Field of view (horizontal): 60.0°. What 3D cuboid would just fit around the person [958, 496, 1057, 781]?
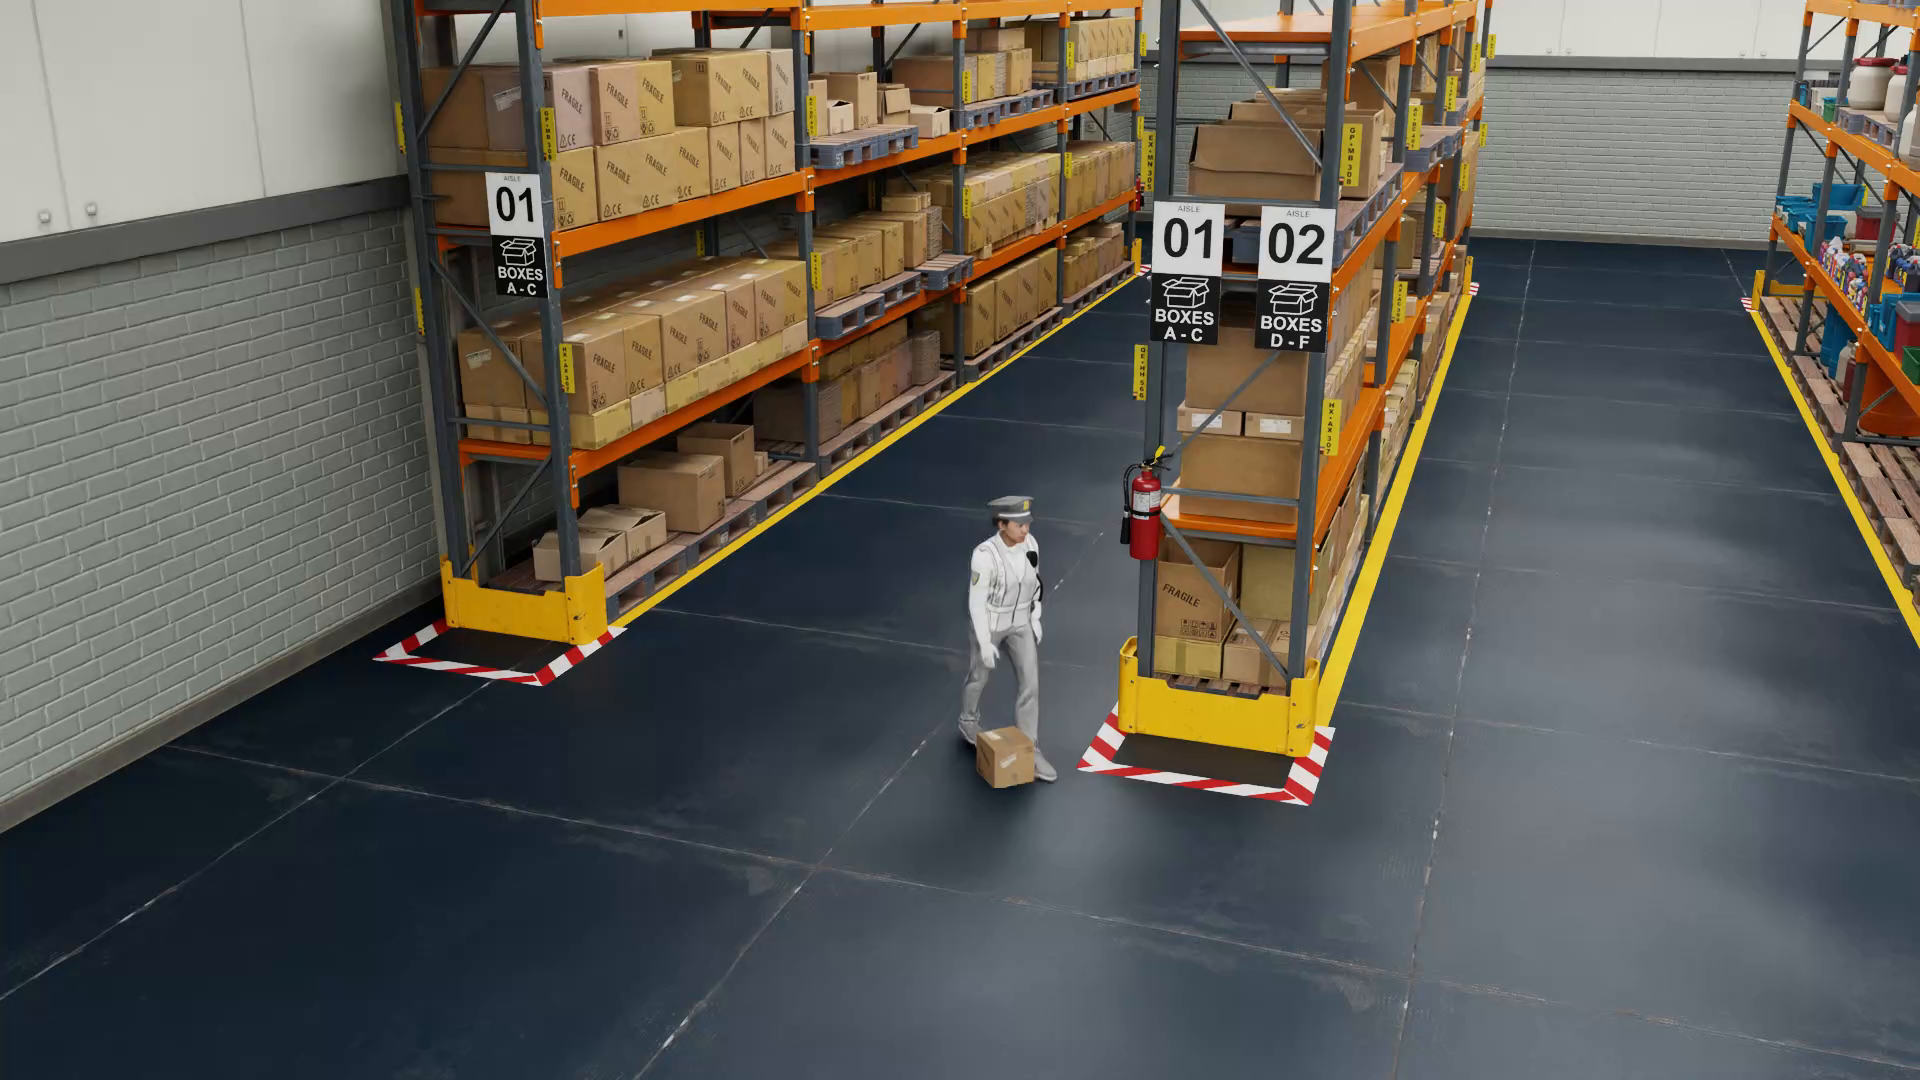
[{"bbox_3d":[0.267,0.505,9.550,0.531,1.634,0.849,-10,21,-28],"label":"person"}]
